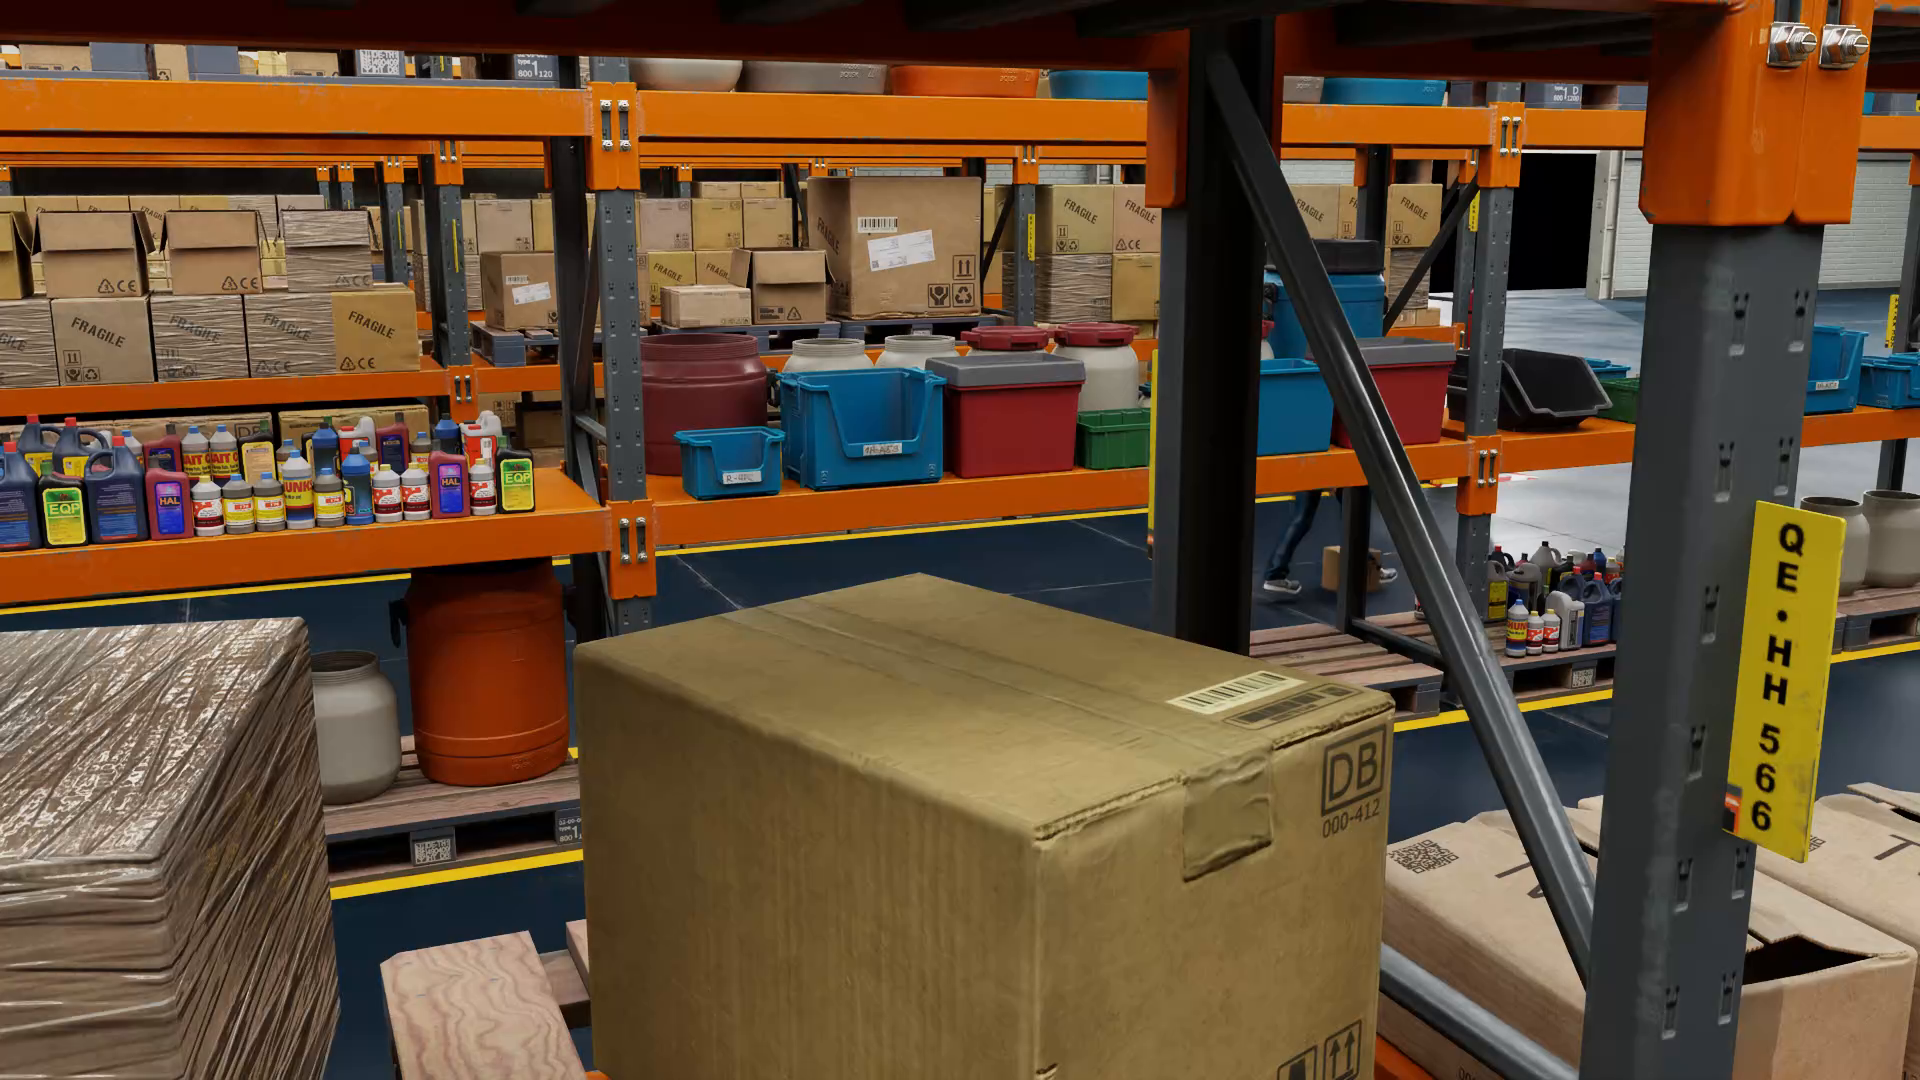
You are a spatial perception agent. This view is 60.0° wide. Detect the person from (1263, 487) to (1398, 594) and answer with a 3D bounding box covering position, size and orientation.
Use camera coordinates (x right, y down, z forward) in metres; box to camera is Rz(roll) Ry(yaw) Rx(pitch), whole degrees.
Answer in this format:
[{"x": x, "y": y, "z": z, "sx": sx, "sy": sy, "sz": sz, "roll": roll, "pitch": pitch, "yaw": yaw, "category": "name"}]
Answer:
[{"x": 2.237, "y": -0.453, "z": 10.063, "sx": 1.016, "sy": 1.524, "sz": 0.424, "roll": -9, "pitch": 15, "yaw": -36, "category": "person"}]
